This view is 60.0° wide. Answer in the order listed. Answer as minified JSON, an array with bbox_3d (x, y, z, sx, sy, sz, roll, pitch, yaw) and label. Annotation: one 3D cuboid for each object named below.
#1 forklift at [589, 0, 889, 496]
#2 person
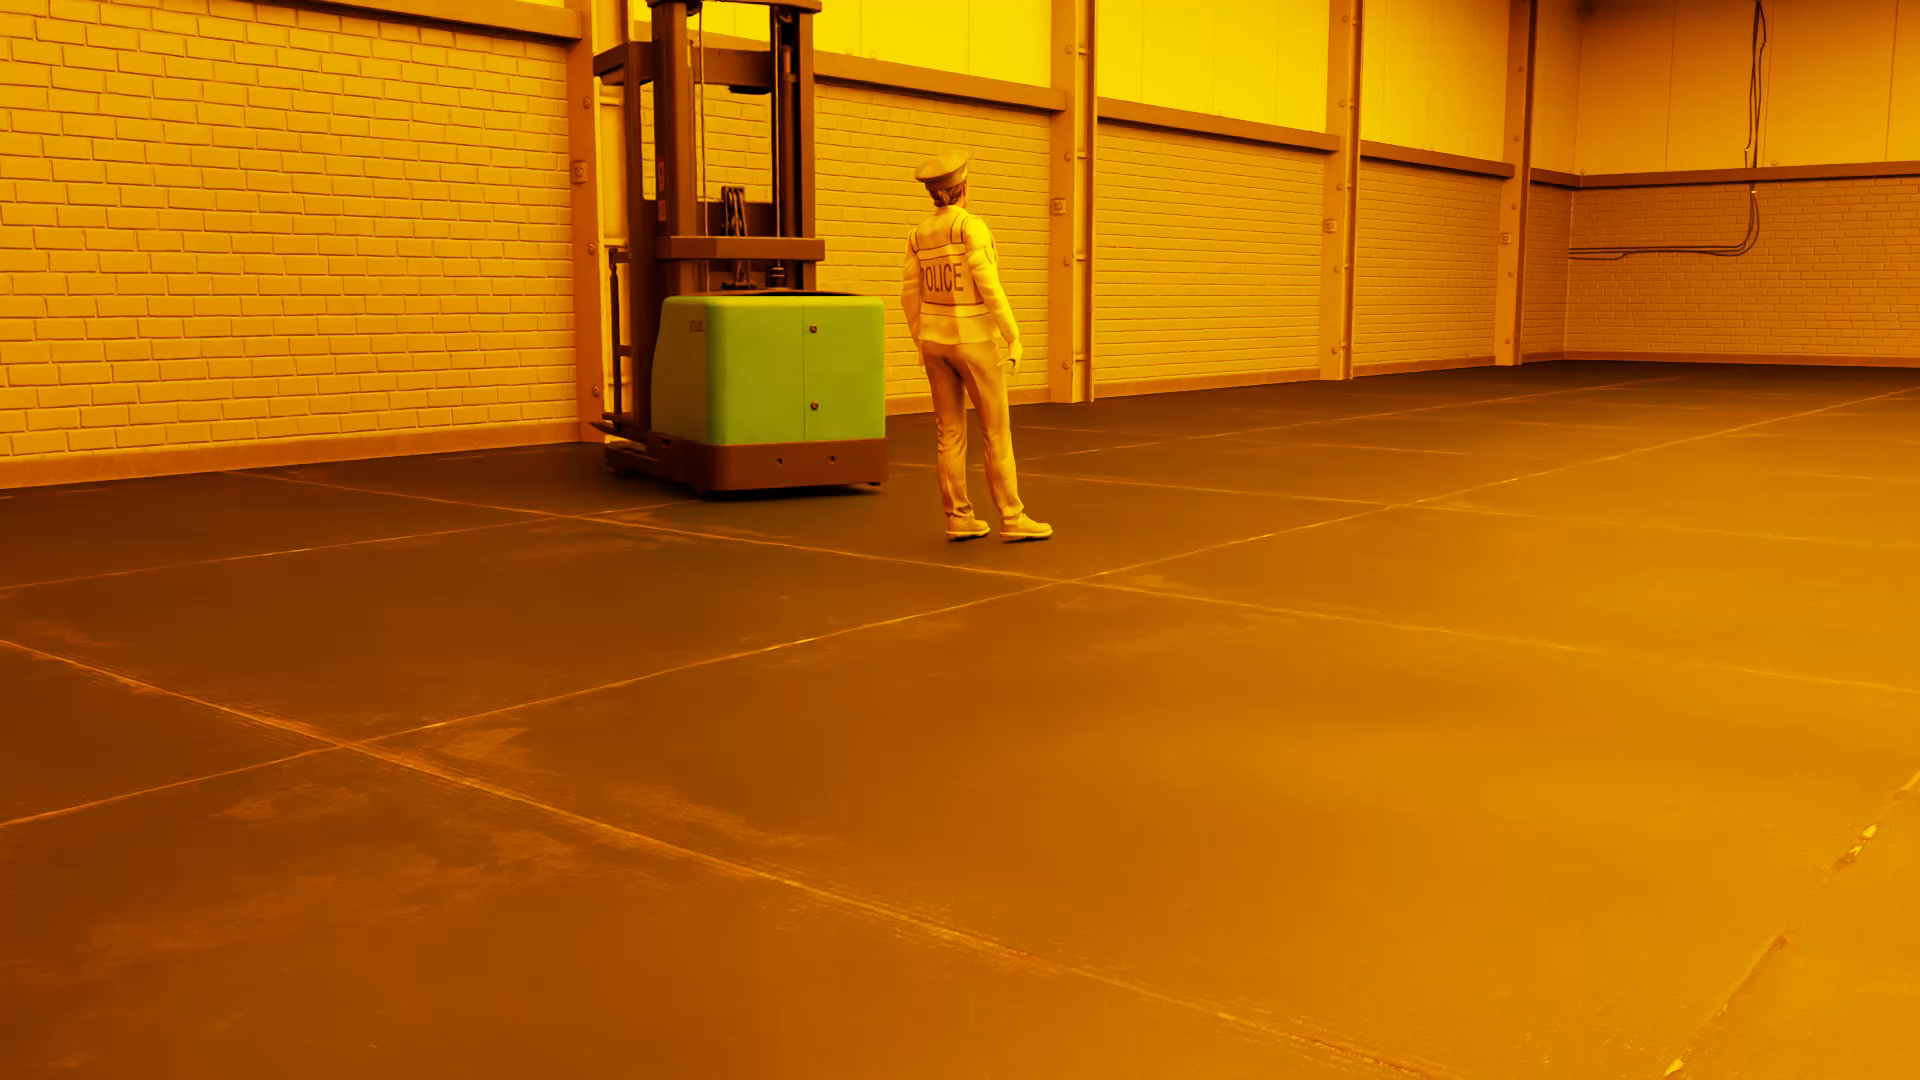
[{"bbox_3d":[-1.524,-1.859,9.983,1.130,2.935,3.031,-4,9,-27],"label":"forklift"},{"bbox_3d":[0.049,-0.852,7.329,0.586,1.694,0.531,7,11,38],"label":"person"}]
